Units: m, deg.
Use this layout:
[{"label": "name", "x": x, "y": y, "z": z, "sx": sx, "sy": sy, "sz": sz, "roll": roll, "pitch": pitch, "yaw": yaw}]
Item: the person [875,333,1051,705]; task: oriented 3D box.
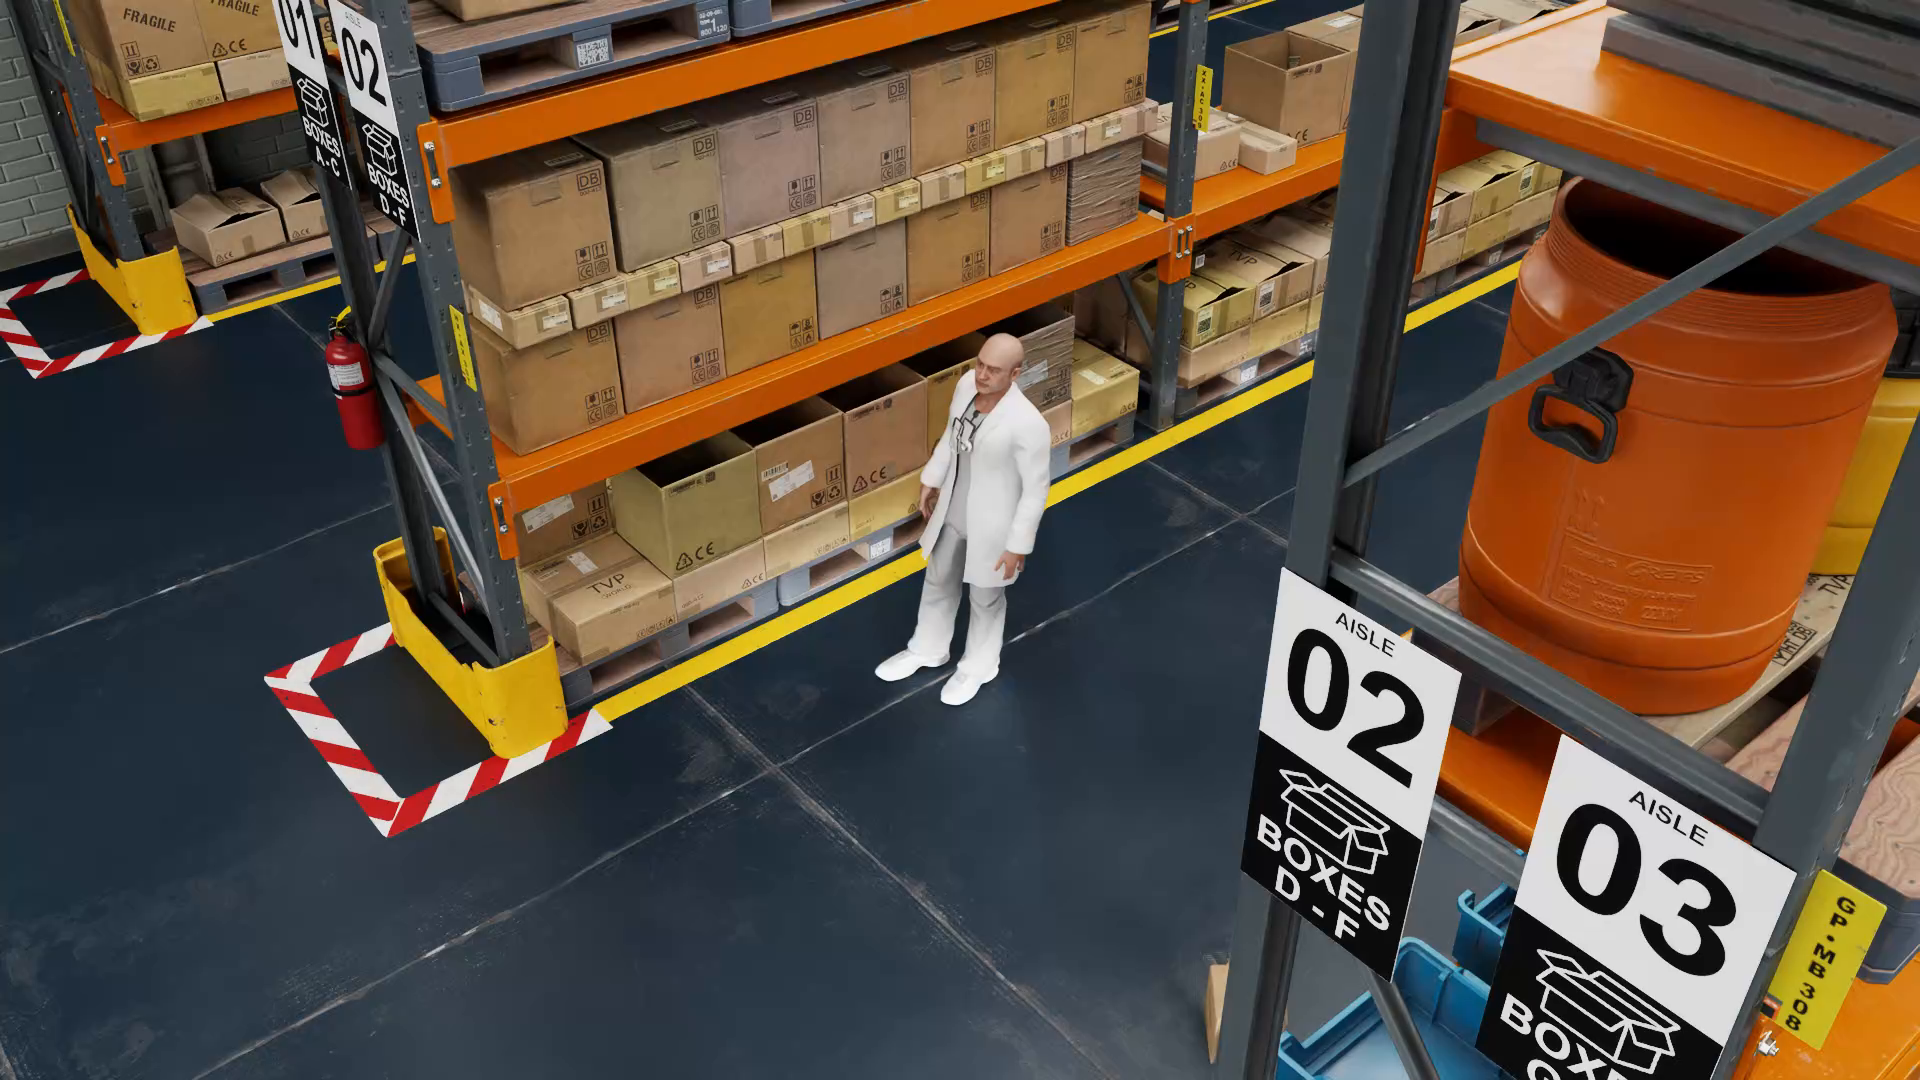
[{"label": "person", "x": 0.016, "y": -0.058, "z": 7.160, "sx": 0.582, "sy": 1.775, "sz": 0.695, "roll": -26, "pitch": 43, "yaw": -32}]
